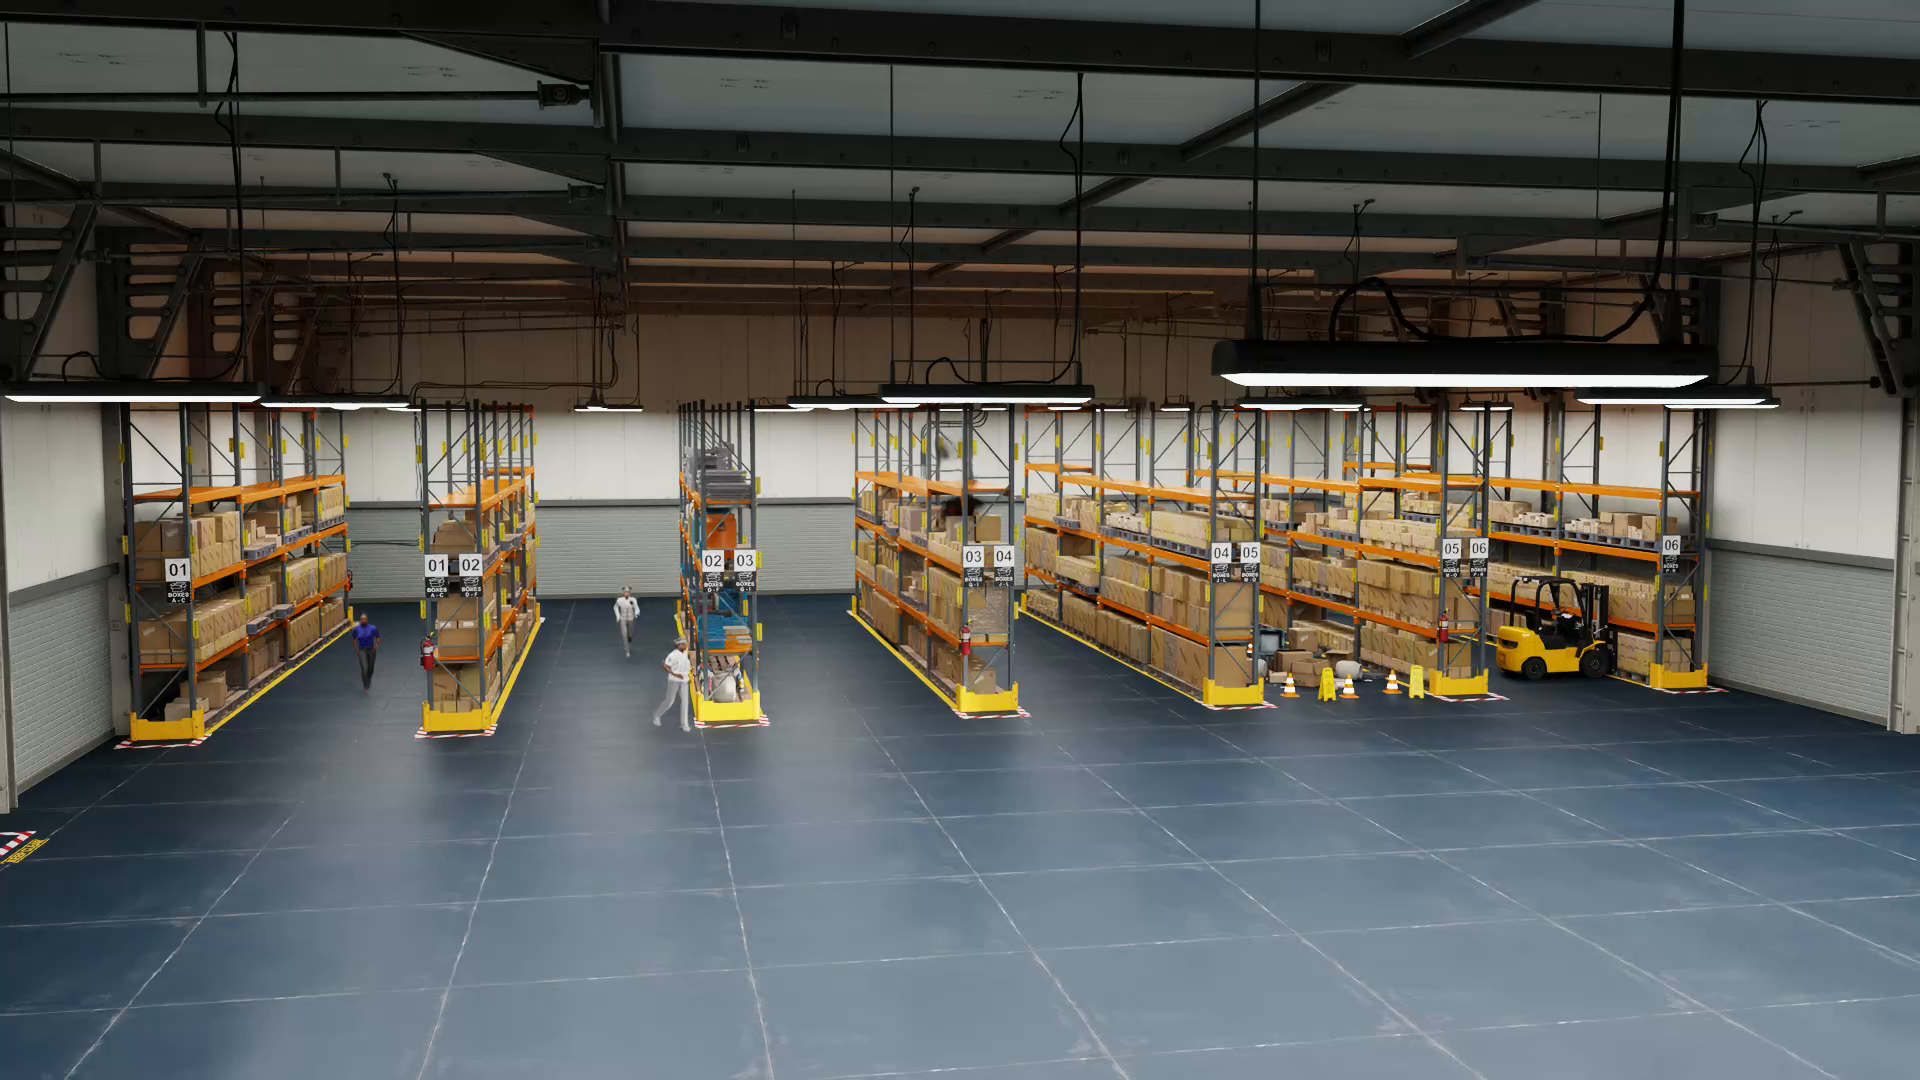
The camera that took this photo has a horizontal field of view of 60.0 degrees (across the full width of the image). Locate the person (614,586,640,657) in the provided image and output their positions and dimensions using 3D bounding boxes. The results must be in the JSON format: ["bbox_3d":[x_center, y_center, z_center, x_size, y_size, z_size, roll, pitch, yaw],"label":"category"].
[{"bbox_3d":[-7.941,1.922,39.574,0.575,1.666,0.812,-1,4,-14],"label":"person"}]

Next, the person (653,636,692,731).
[{"bbox_3d":[-5.123,2.592,30.322,0.923,1.672,0.659,4,6,43],"label":"person"}]

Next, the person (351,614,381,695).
[{"bbox_3d":[-12.236,2.334,34.278,0.576,1.666,0.730,-2,5,-21],"label":"person"}]
